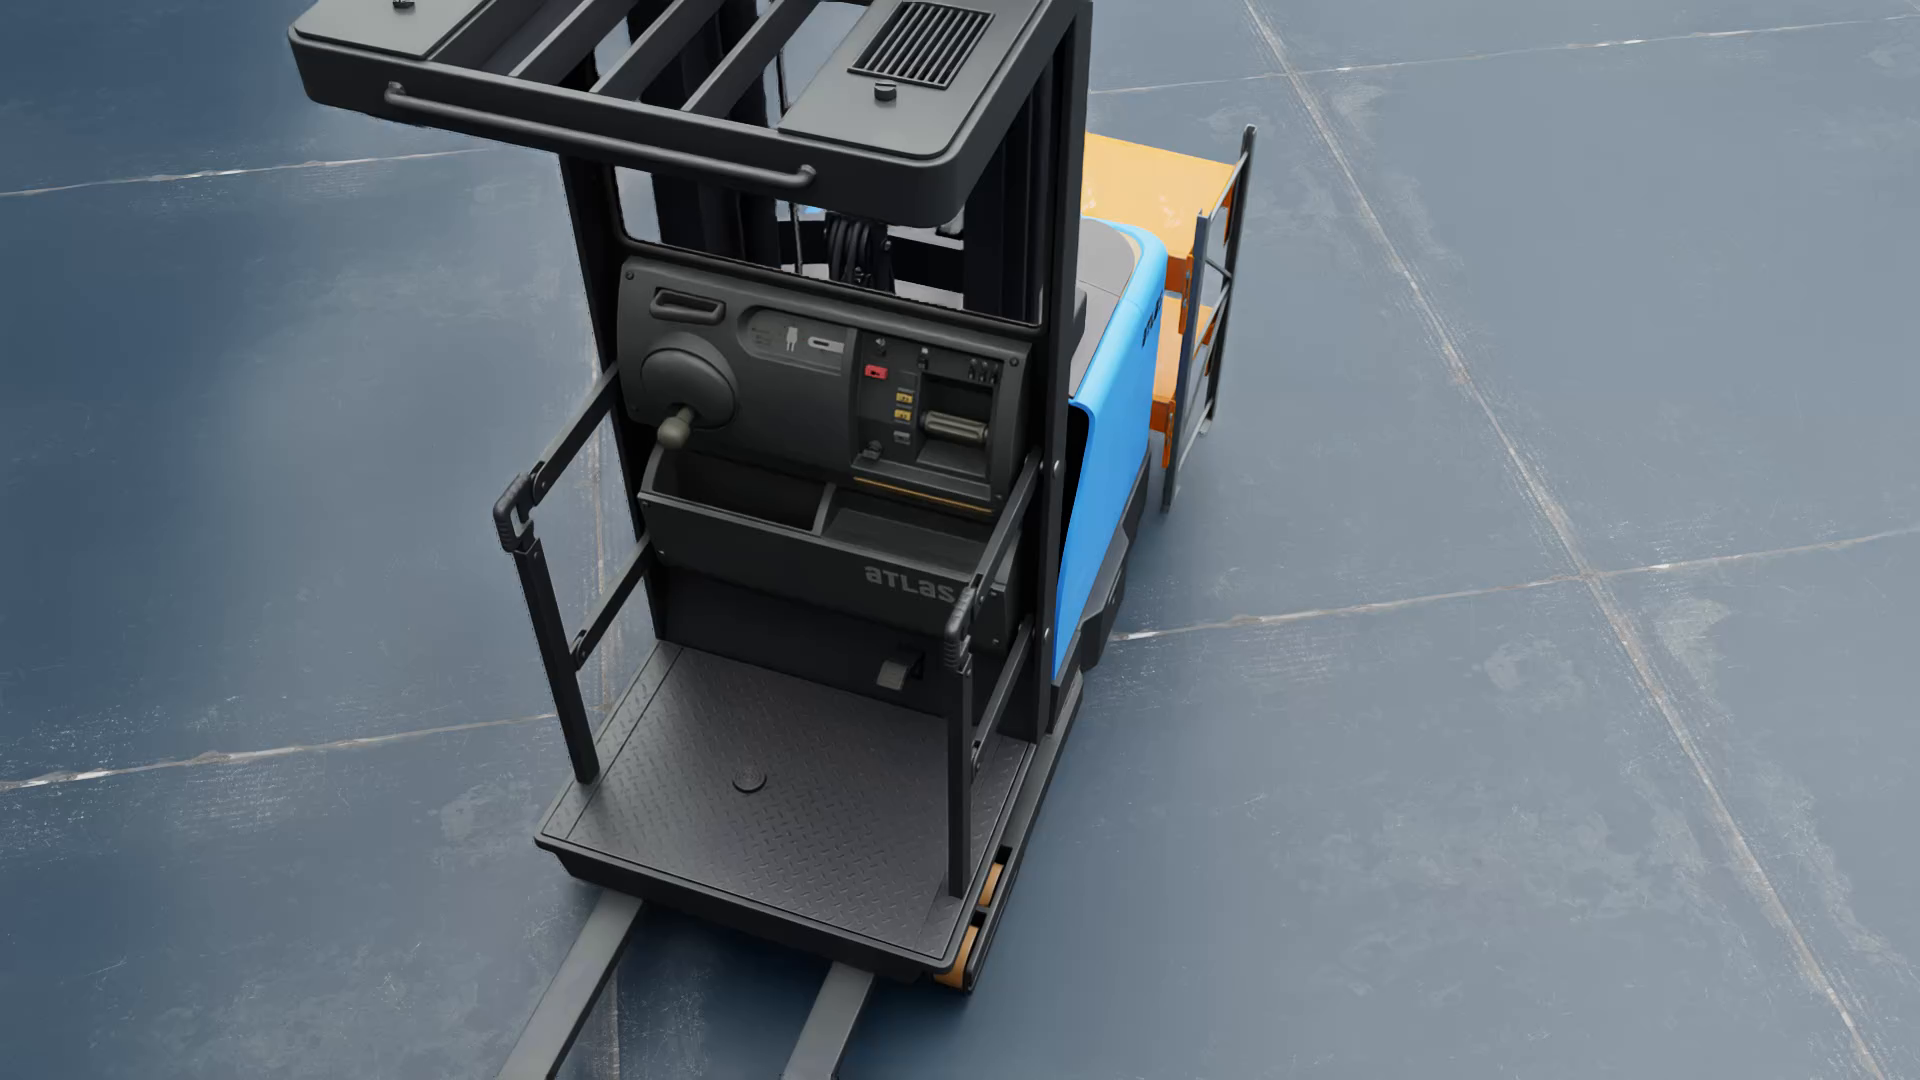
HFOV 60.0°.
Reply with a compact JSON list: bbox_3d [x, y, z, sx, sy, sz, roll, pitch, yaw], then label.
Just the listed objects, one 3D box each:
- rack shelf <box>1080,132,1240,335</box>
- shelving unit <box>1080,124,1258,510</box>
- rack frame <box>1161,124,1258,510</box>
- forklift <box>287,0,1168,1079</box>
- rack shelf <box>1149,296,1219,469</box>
[{"bbox_3d":[0.290,-1.002,5.028,1.000,0.278,0.538,17,48,16],"label":"rack shelf"},{"bbox_3d":[0.290,-0.799,5.239,1.048,1.125,0.538,17,48,16],"label":"shelving unit"},{"bbox_3d":[0.758,-0.656,5.101,0.032,1.125,0.500,17,48,16],"label":"rack frame"},{"bbox_3d":[-0.380,-0.238,3.444,1.130,2.935,3.031,14,48,13],"label":"forklift"},{"bbox_3d":[0.290,-0.630,5.415,1.000,0.278,0.538,17,48,16],"label":"rack shelf"}]
